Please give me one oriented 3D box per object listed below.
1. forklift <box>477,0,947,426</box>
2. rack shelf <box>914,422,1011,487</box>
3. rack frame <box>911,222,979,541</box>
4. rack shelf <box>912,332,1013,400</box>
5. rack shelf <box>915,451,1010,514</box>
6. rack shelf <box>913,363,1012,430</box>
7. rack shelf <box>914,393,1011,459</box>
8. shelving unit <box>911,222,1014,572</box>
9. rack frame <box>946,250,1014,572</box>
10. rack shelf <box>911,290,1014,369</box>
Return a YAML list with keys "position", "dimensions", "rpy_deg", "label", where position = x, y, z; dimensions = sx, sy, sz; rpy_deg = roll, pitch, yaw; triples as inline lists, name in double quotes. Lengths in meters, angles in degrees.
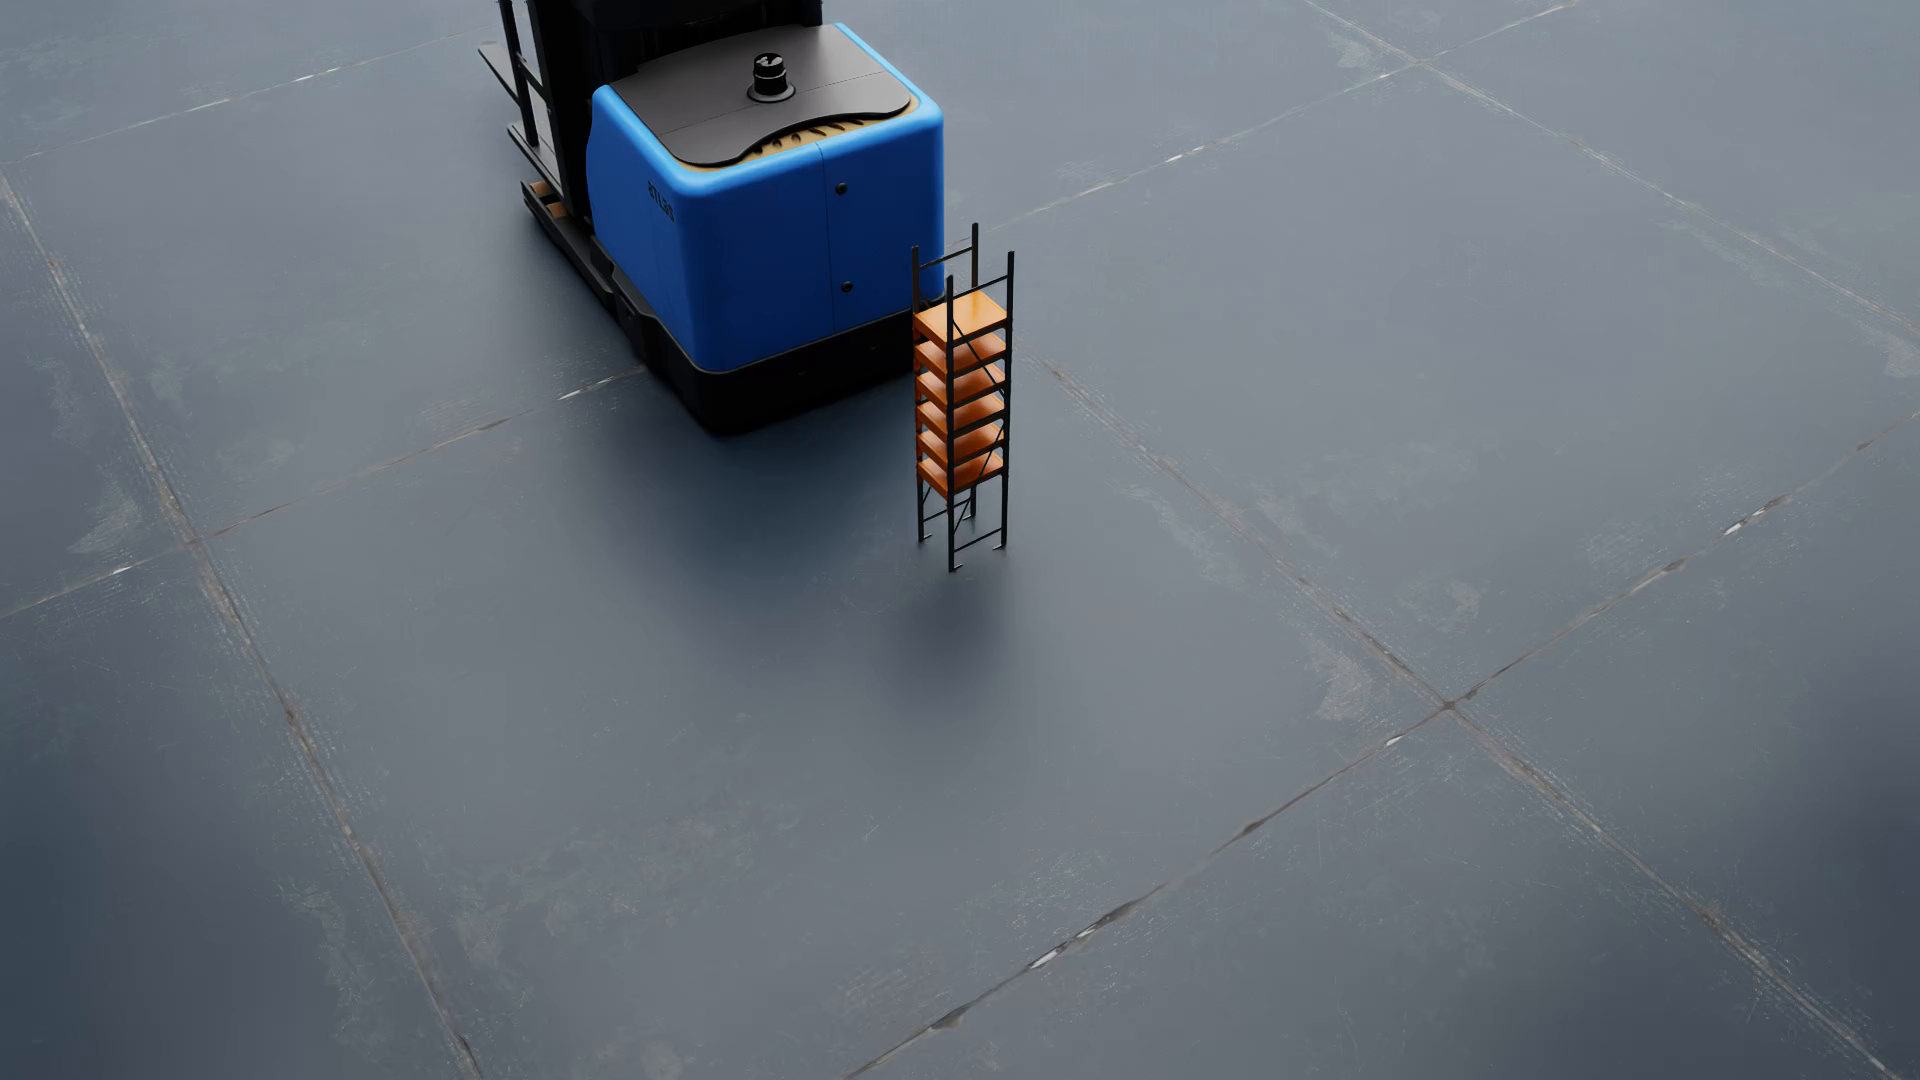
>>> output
- position: [-1.229, -2.482, 6.227]
  dimensions: [1.130, 2.935, 3.031]
  rpy_deg: [-22, 48, -22]
  label: "forklift"
- position: [0.008, -0.307, 5.441]
  dimensions: [0.258, 0.103, 0.180]
  rpy_deg: [-26, 49, -24]
  label: "rack shelf"
- position: [-0.044, -0.478, 5.381]
  dimensions: [0.240, 1.200, 0.006]
  rpy_deg: [-26, 49, -24]
  label: "rack frame"
- position: [0.008, -0.567, 5.192]
  dimensions: [0.258, 0.103, 0.180]
  rpy_deg: [-26, 49, -24]
  label: "rack shelf"
- position: [0.008, -0.220, 5.524]
  dimensions: [0.258, 0.103, 0.180]
  rpy_deg: [-26, 49, -24]
  label: "rack shelf"
- position: [0.008, -0.480, 5.275]
  dimensions: [0.258, 0.103, 0.180]
  rpy_deg: [-26, 49, -24]
  label: "rack shelf"
- position: [0.008, -0.394, 5.358]
  dimensions: [0.258, 0.103, 0.180]
  rpy_deg: [-26, 49, -24]
  label: "rack shelf"
- position: [0.008, -0.426, 5.327]
  dimensions: [0.258, 1.200, 0.189]
  rpy_deg: [-26, 49, -24]
  label: "shelving unit"
- position: [0.061, -0.374, 5.273]
  dimensions: [0.240, 1.200, 0.006]
  rpy_deg: [-26, 49, -24]
  label: "rack frame"
- position: [0.008, -0.654, 5.109]
  dimensions: [0.258, 0.103, 0.180]
  rpy_deg: [-26, 49, -24]
  label: "rack shelf"
